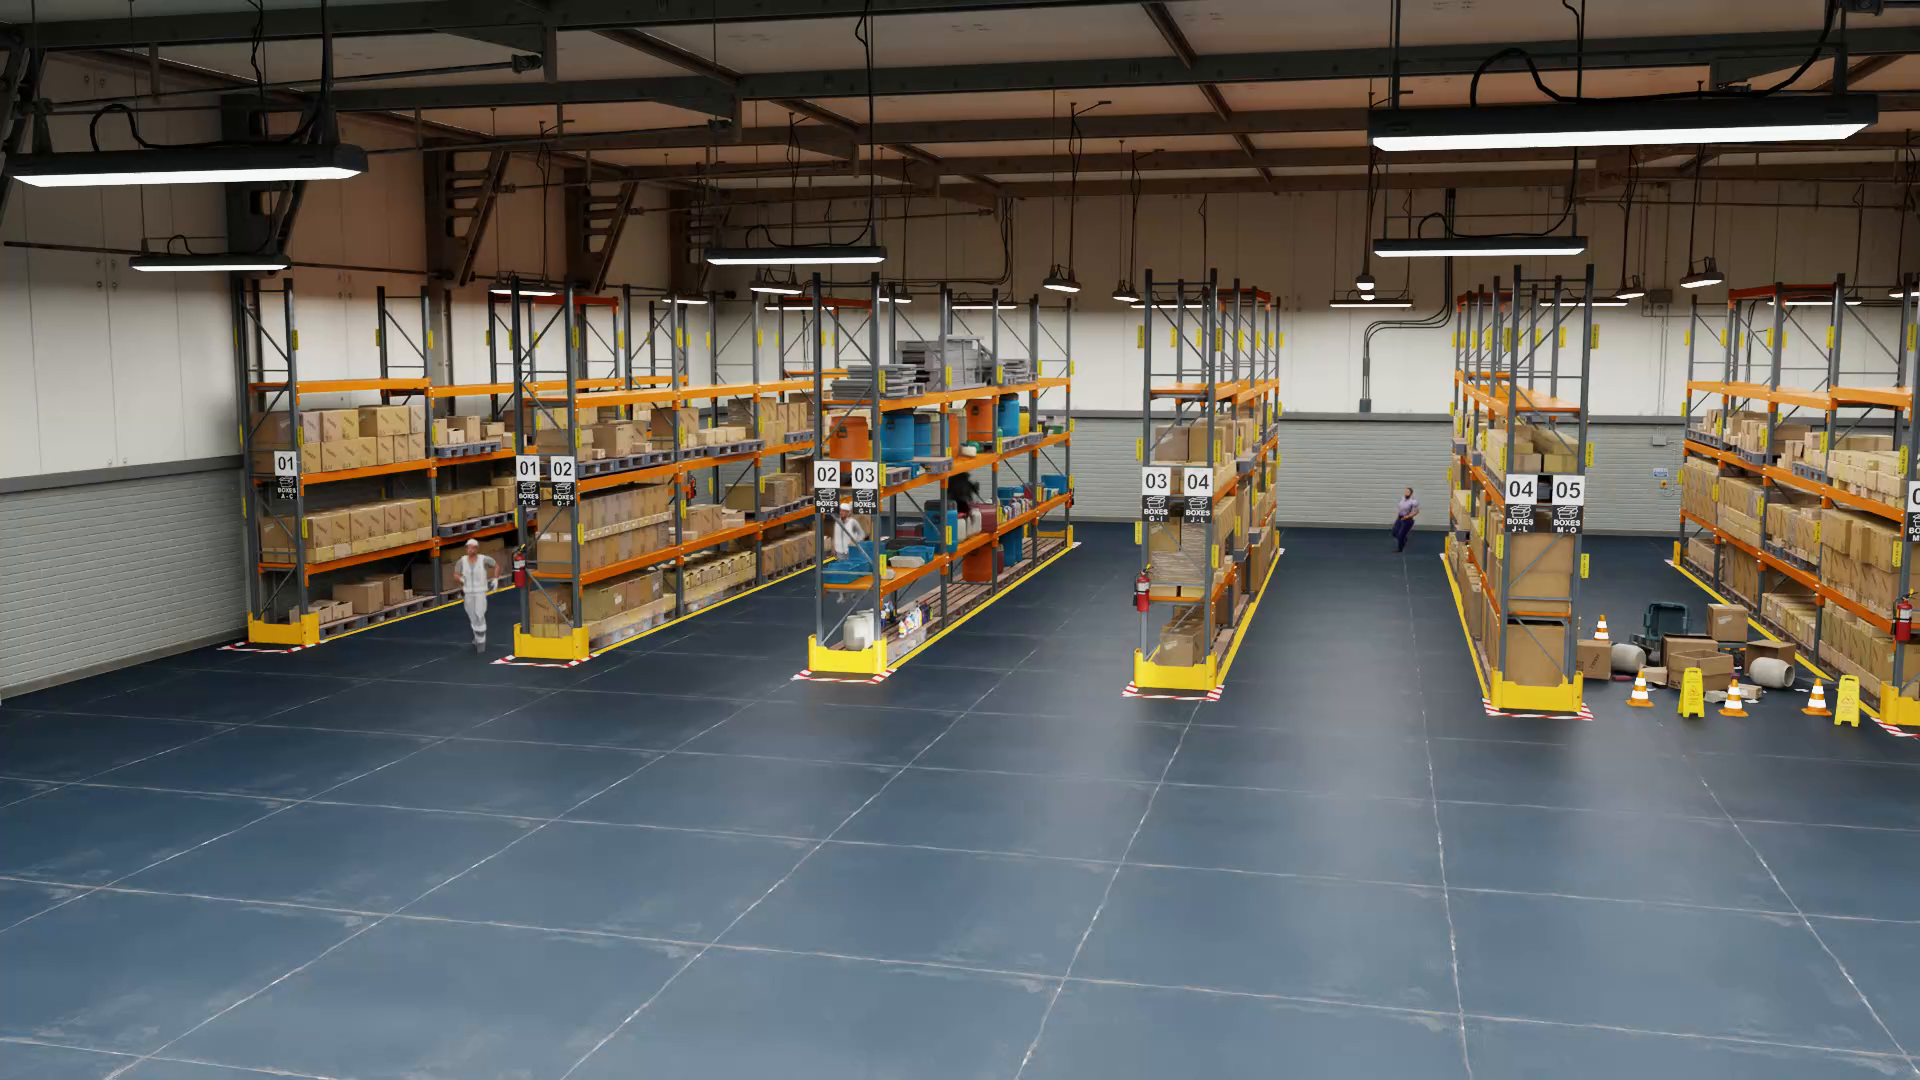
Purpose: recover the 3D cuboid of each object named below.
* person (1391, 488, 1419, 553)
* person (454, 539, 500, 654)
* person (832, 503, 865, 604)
[{"bbox_3d":[10.531,-0.454,39.212,0.573,1.561,0.694,-4,8,-32],"label":"person"},{"bbox_3d":[-7.841,0.893,26.957,0.690,1.859,0.757,0,7,-1],"label":"person"},{"bbox_3d":[-2.035,0.222,30.242,0.662,1.804,0.718,2,7,18],"label":"person"}]
